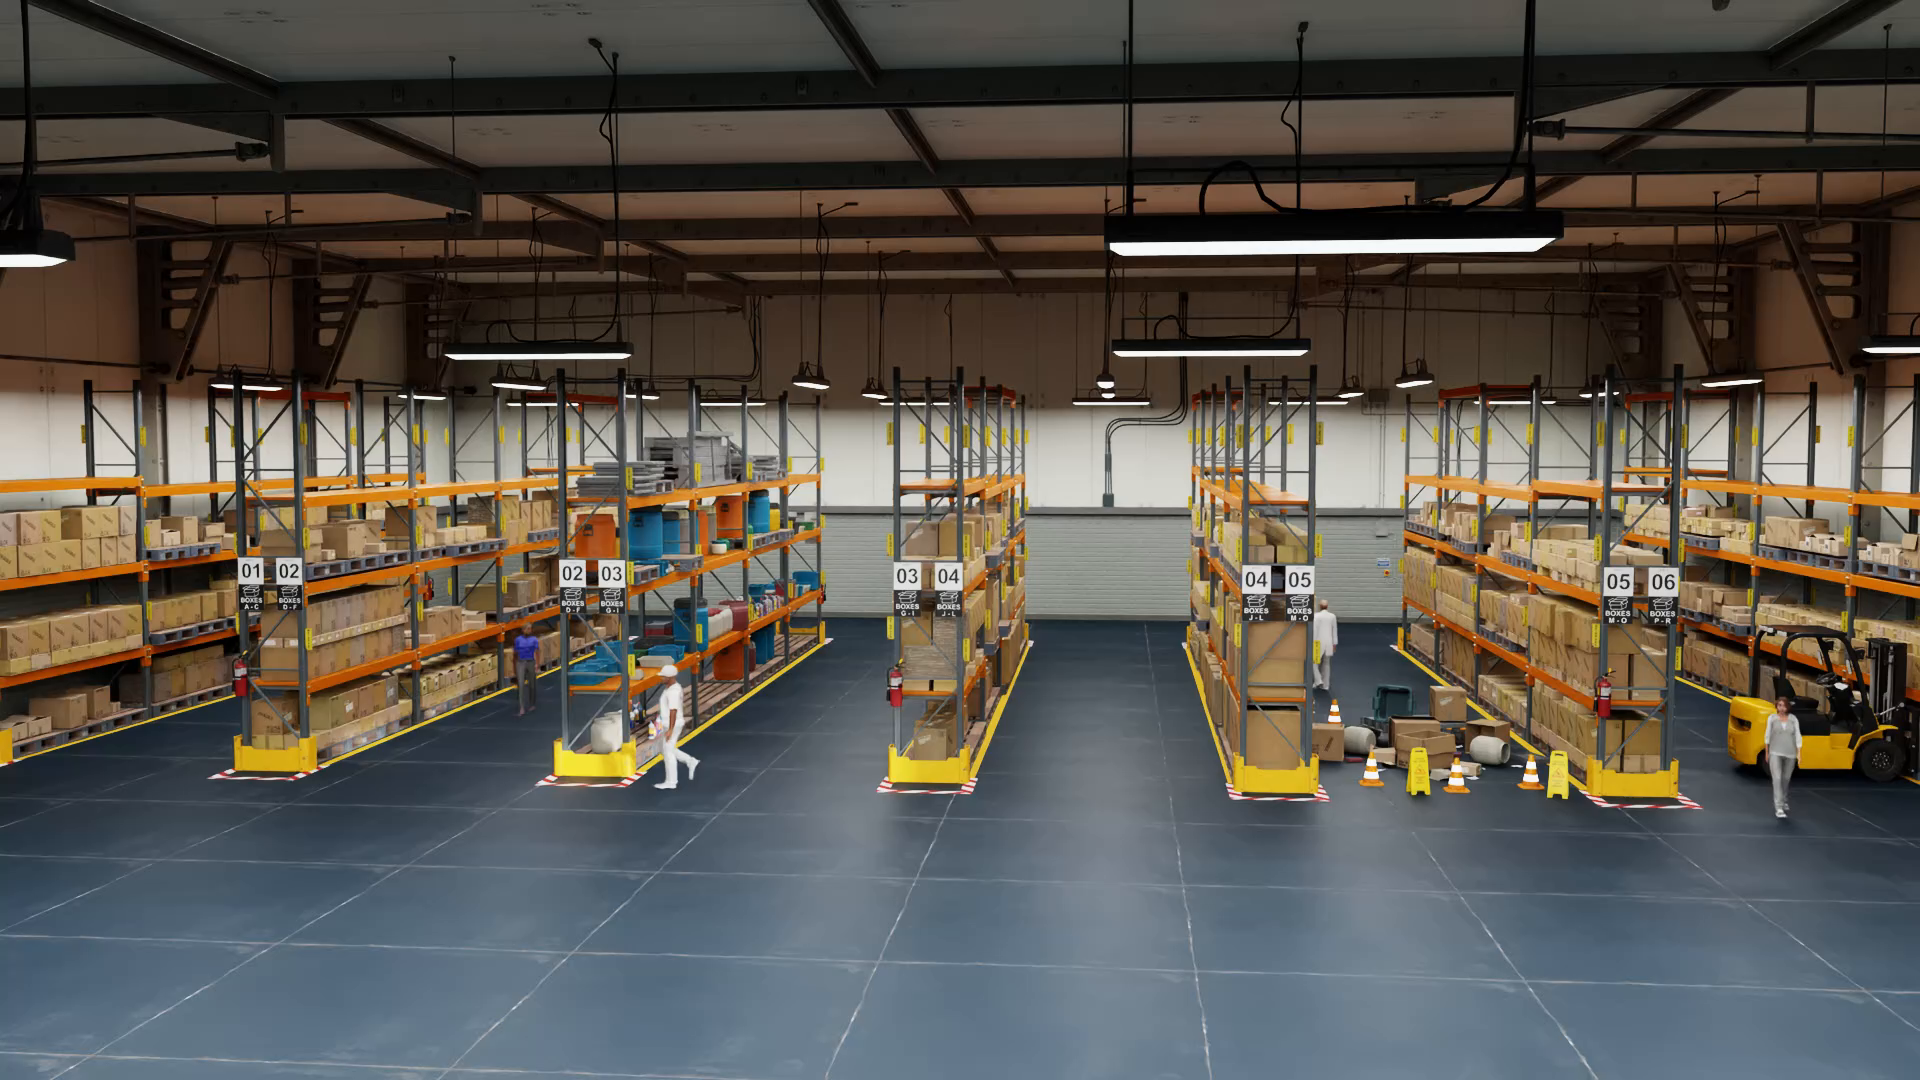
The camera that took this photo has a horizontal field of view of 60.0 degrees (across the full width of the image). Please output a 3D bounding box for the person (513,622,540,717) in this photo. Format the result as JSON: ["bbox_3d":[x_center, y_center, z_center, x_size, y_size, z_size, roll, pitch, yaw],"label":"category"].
[{"bbox_3d":[-7.836,2.329,30.128,0.473,1.648,0.719,-1,4,-21],"label":"person"}]

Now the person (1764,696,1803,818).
[{"bbox_3d":[10.852,2.843,21.897,0.432,1.552,0.903,1,4,17],"label":"person"}]

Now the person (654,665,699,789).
[{"bbox_3d":[-4.040,2.644,23.672,0.626,1.758,0.627,0,4,-8],"label":"person"}]

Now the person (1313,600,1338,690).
[{"bbox_3d":[7.169,2.082,32.875,0.632,1.808,0.468,-1,4,-19],"label":"person"}]
